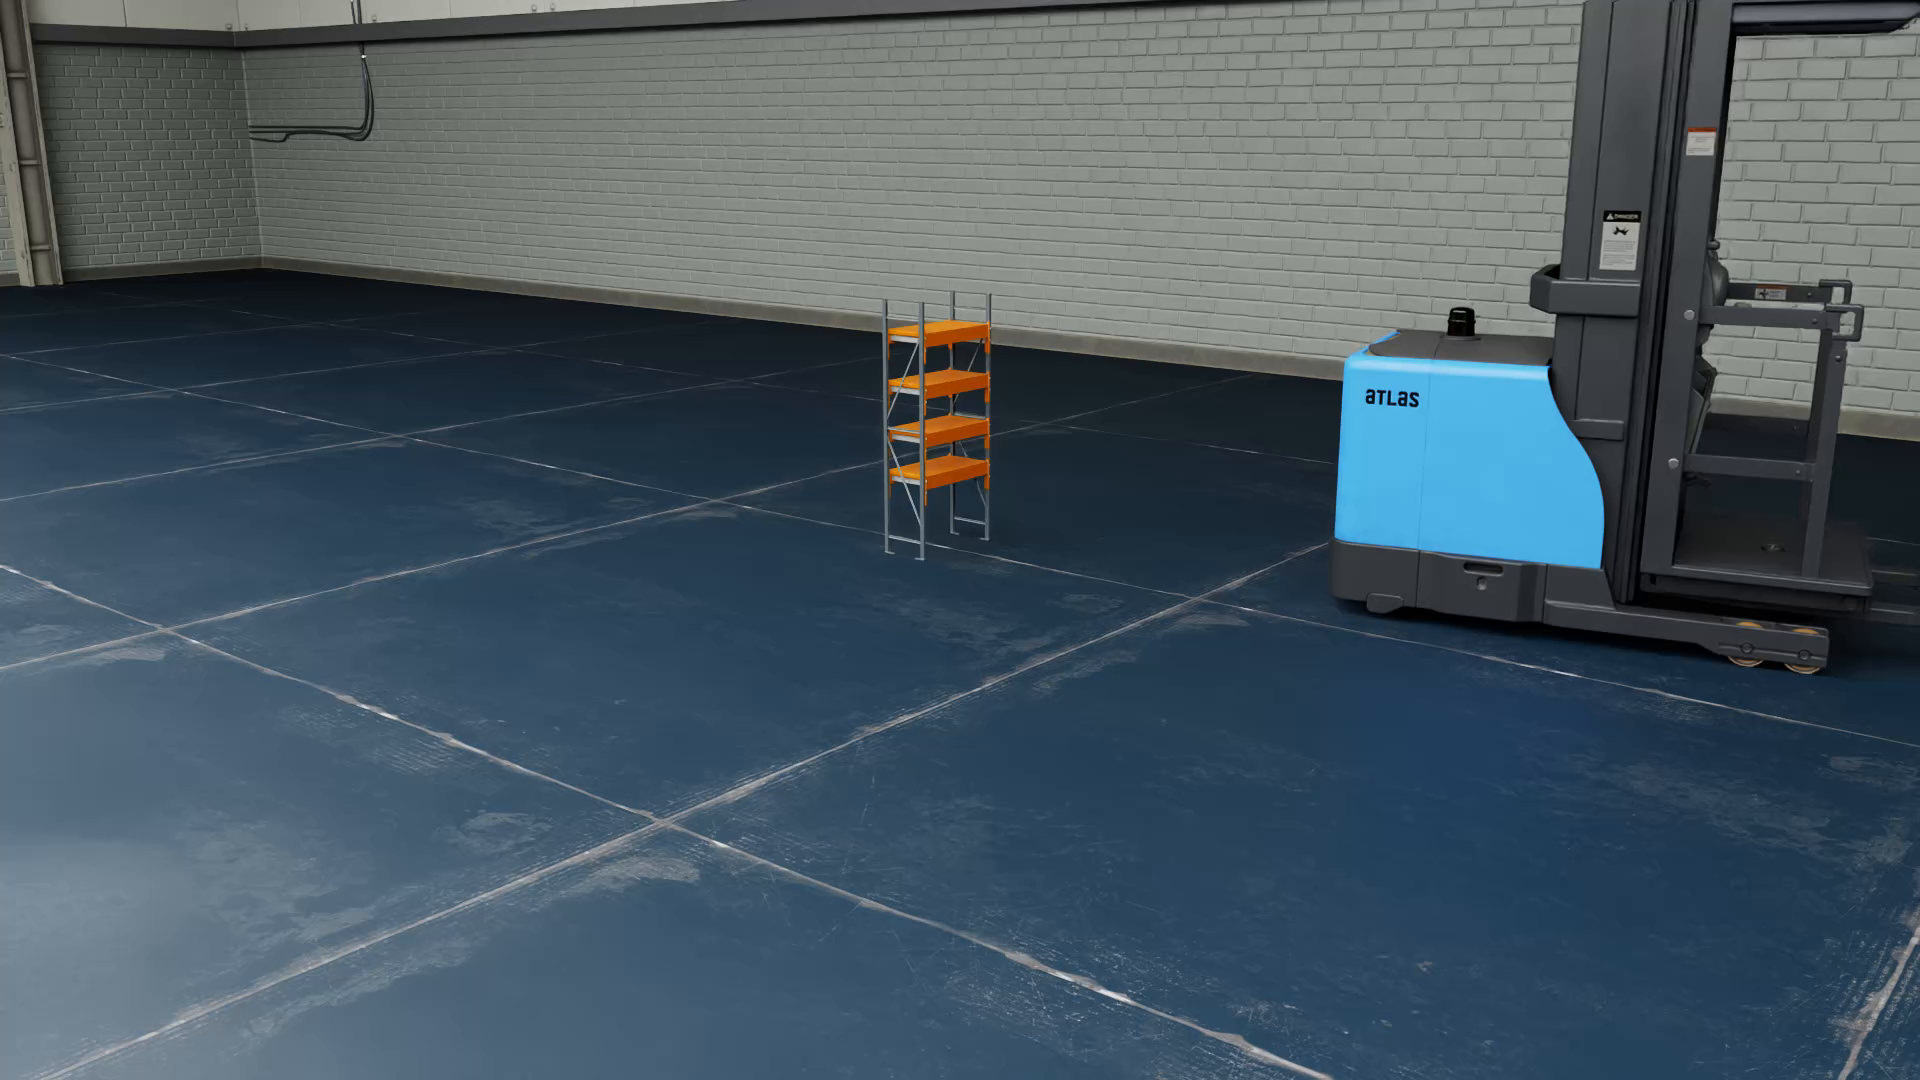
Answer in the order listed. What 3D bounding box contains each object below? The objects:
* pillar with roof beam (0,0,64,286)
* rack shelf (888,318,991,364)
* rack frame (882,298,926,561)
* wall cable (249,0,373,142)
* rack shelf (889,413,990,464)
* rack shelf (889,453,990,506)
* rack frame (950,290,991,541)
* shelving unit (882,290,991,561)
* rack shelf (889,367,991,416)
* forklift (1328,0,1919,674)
[{"bbox_3d":[-8.002,-6.853,16.824,9.100,9.000,0.400,11,18,38],"label":"pillar with roof beam"},{"bbox_3d":[-0.104,-0.931,7.754,0.258,0.148,0.480,11,18,38],"label":"rack shelf"},{"bbox_3d":[-0.257,-0.503,7.666,0.240,1.200,0.015,11,18,38],"label":"rack frame"},{"bbox_3d":[-8.471,-6.374,21.244,3.097,2.526,0.112,11,18,38],"label":"wall cable"},{"bbox_3d":[-0.104,-0.485,7.867,0.258,0.148,0.480,11,18,38],"label":"rack shelf"},{"bbox_3d":[-0.104,-0.292,7.916,0.258,0.148,0.480,11,18,38],"label":"rack shelf"},{"bbox_3d":[0.049,-0.597,8.034,0.240,1.200,0.015,11,18,38],"label":"rack frame"},{"bbox_3d":[-0.104,-0.550,7.850,0.258,1.200,0.503,11,18,38],"label":"shelving unit"},{"bbox_3d":[-0.104,-0.701,7.812,0.258,0.148,0.480,11,18,38],"label":"rack shelf"},{"bbox_3d":[3.099,-1.073,6.393,3.031,2.935,1.130,7,16,24],"label":"forklift"}]
